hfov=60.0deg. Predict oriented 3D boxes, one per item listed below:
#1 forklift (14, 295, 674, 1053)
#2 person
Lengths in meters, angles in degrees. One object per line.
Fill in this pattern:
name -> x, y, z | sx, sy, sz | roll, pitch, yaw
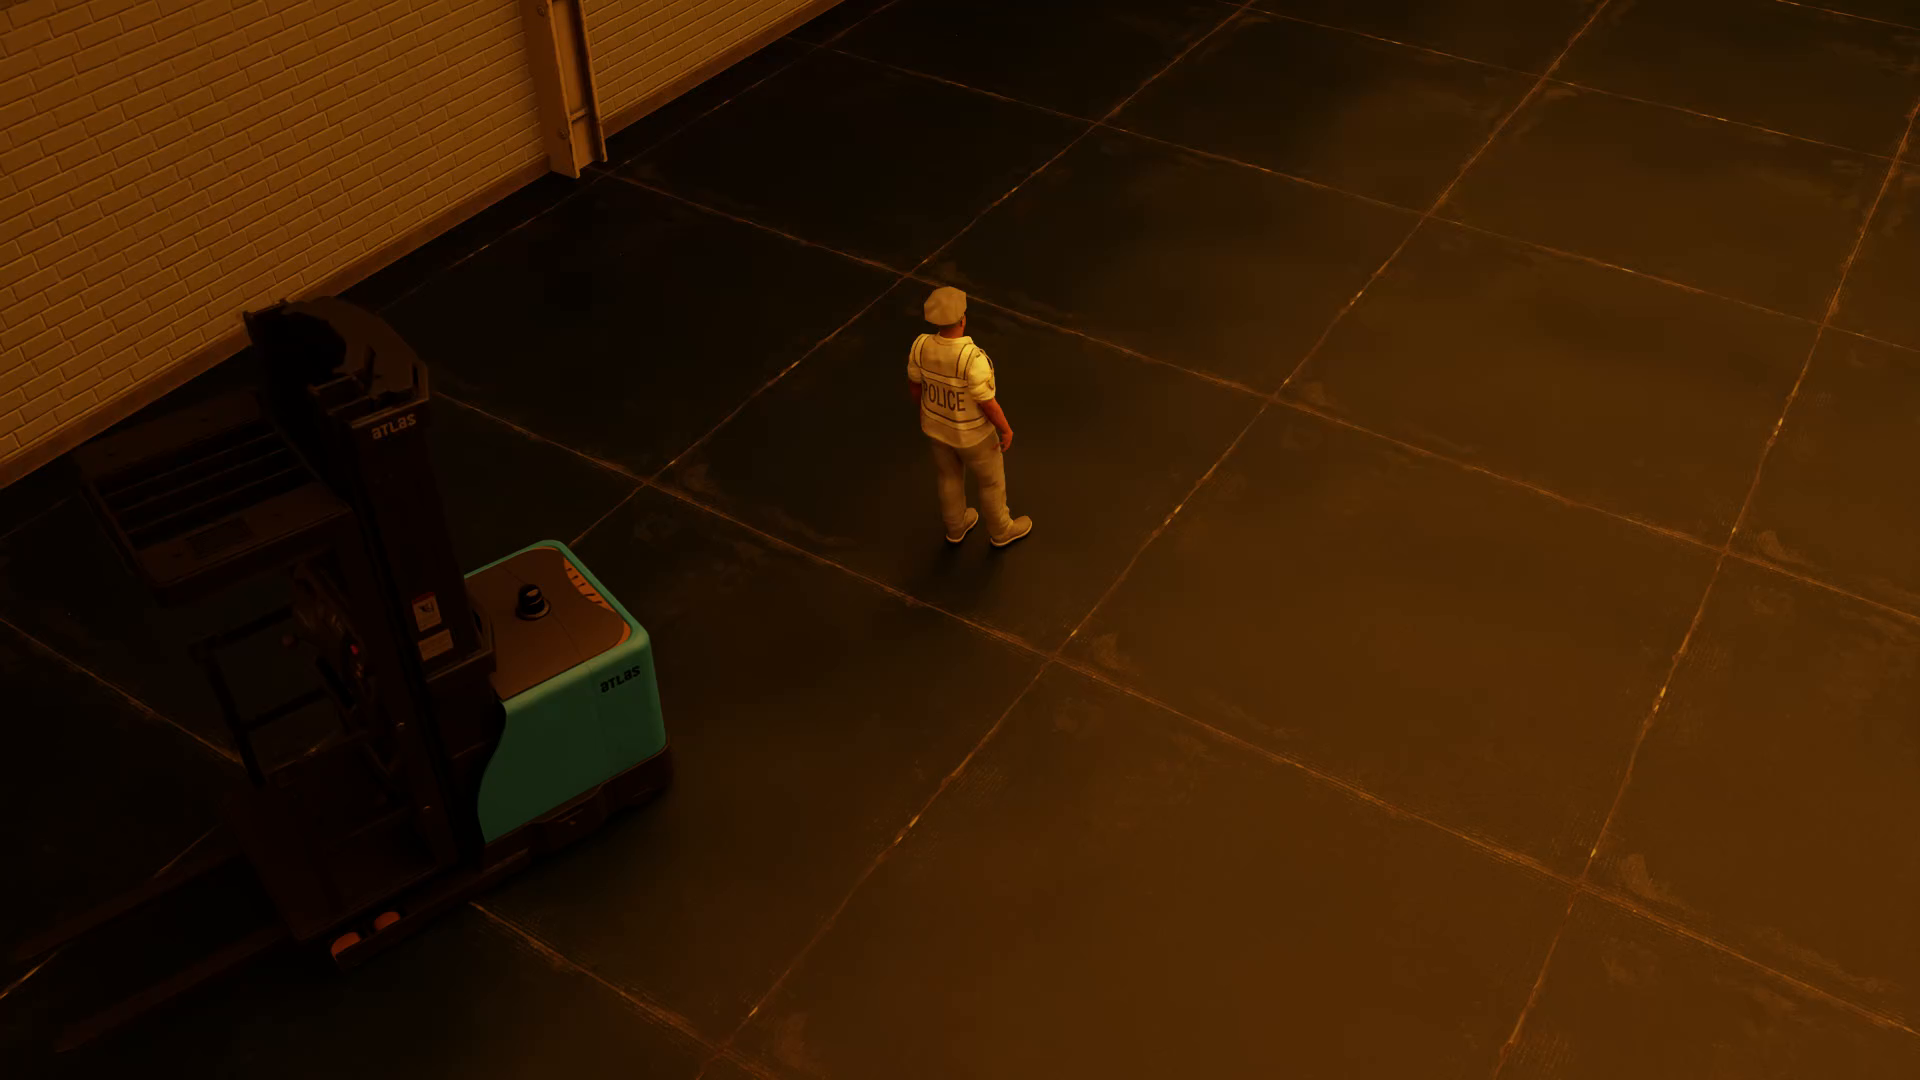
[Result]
forklift -> -2.961, 0.510, 7.365 | 3.031, 2.935, 1.130 | -27, 47, -28
person -> 0.051, -0.725, 9.698 | 0.641, 1.781, 0.574 | 22, 45, 24
